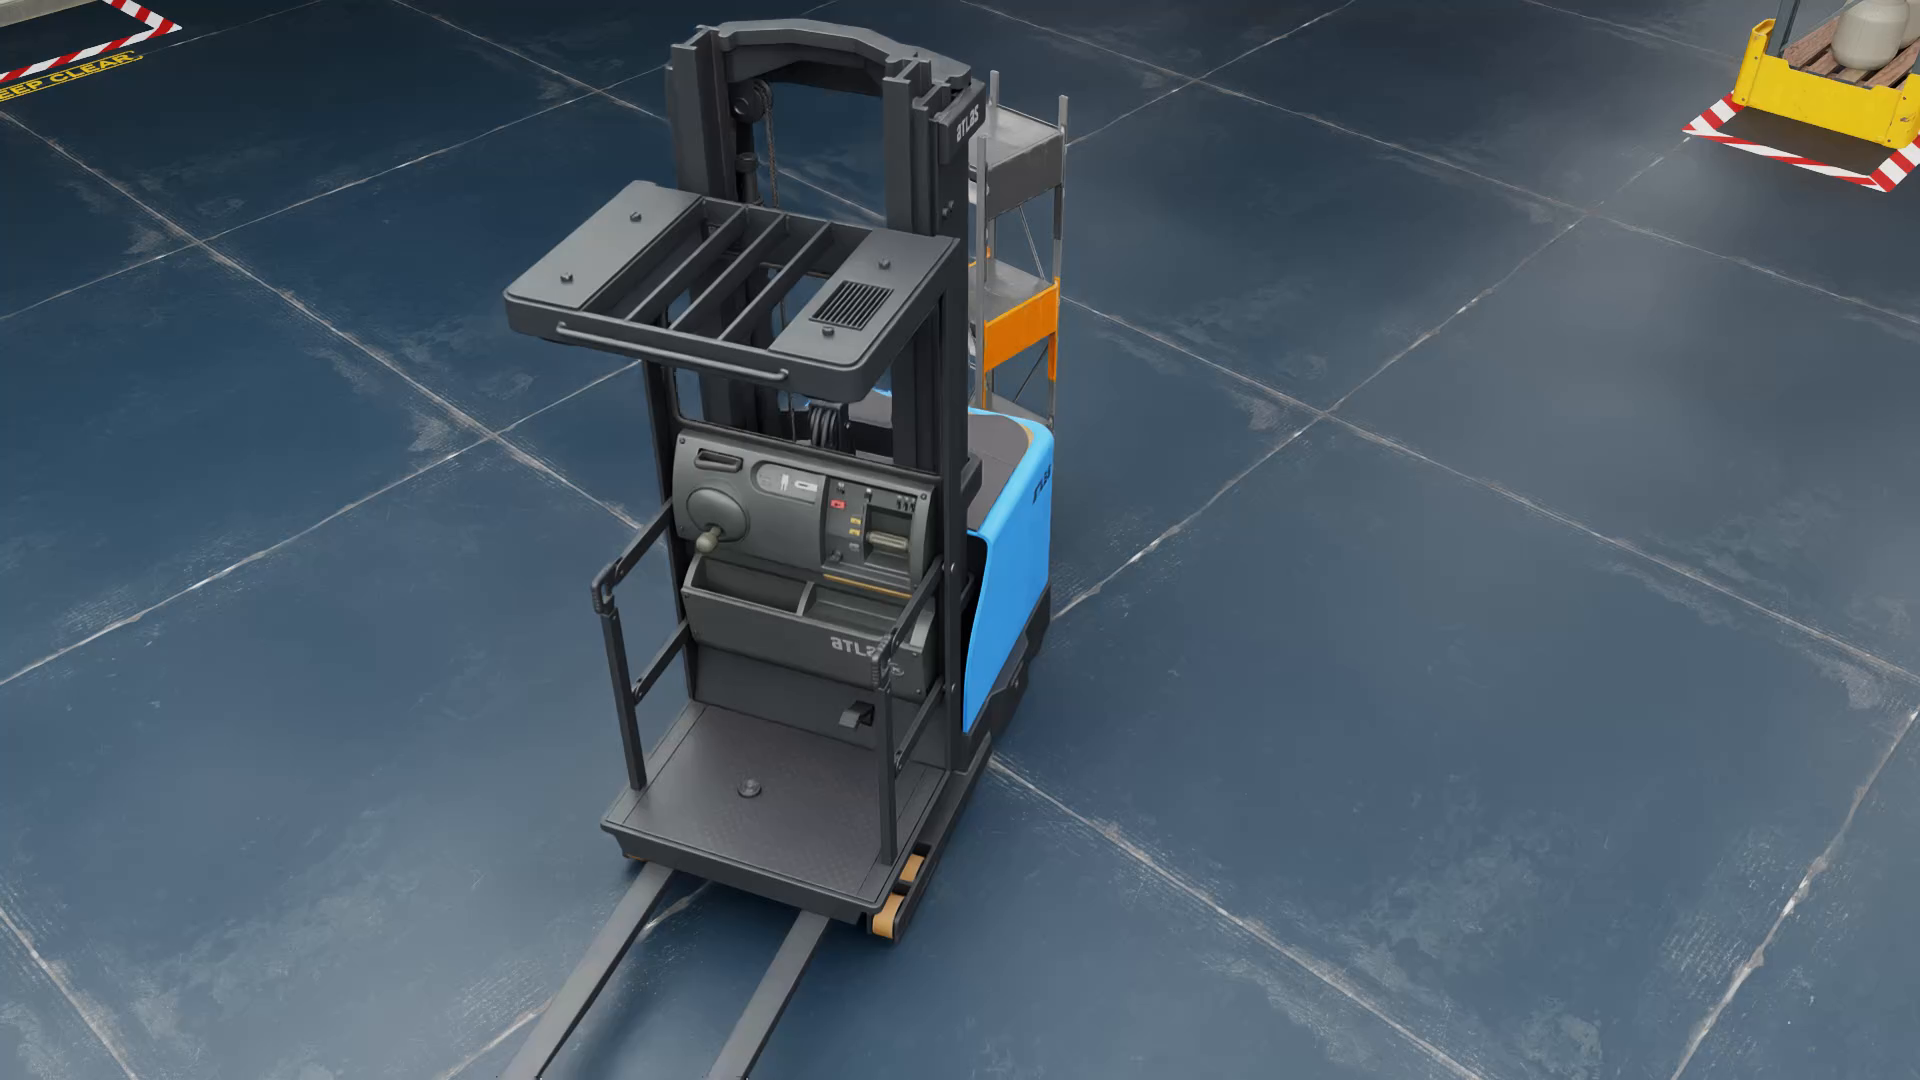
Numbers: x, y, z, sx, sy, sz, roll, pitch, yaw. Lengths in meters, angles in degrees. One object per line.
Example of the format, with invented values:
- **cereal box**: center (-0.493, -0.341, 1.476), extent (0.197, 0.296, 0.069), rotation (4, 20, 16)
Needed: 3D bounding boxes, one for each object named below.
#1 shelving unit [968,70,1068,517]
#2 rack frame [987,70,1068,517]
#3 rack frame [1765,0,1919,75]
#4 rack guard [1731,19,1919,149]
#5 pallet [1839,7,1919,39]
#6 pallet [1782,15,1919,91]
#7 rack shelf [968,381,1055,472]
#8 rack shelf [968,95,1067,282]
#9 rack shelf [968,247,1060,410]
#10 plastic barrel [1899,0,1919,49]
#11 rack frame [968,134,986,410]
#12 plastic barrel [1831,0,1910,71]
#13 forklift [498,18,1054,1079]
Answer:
- **shelving unit**: center (0.112, -0.898, 7.192), extent (0.431, 2.100, 0.503), rotation (30, 47, 32)
- **rack frame**: center (0.276, -1.010, 7.333), extent (0.400, 2.100, 0.015), rotation (30, 47, 32)
- **rack frame**: center (5.889, -4.014, 10.388), extent (1.000, 3.000, 0.127), rotation (30, 47, 32)
- **rack guard**: center (5.906, -3.091, 11.235), extent (1.175, 0.500, 0.348), rotation (30, 47, 32)
- **pallet**: center (7.281, -3.906, 12.493), extent (1.003, 0.211, 1.213), rotation (30, 47, 32)
- **pallet**: center (6.458, -3.349, 11.791), extent (1.003, 0.211, 1.213), rotation (30, 47, 32)
- **rack shelf**: center (0.112, -0.339, 7.636), extent (0.431, 0.518, 0.480), rotation (30, 47, 32)
- **rack shelf**: center (0.112, -1.435, 6.765), extent (0.431, 0.518, 0.480), rotation (30, 47, 32)
- **rack shelf**: center (0.112, -0.887, 7.201), extent (0.431, 0.518, 0.480), rotation (30, 47, 32)
- **plastic barrel**: center (6.615, -3.770, 11.742), extent (0.421, 0.512, 0.421), rotation (0, 38, 0)
- **rack frame**: center (-0.053, -0.786, 7.051), extent (0.400, 2.100, 0.015), rotation (30, 47, 32)
- **plastic barrel**: center (6.277, -3.539, 11.452), extent (0.421, 0.512, 0.421), rotation (0, 38, 0)
- **forklift**: center (-0.612, -0.018, 5.418), extent (1.130, 2.935, 3.031), rotation (13, 40, 16)
